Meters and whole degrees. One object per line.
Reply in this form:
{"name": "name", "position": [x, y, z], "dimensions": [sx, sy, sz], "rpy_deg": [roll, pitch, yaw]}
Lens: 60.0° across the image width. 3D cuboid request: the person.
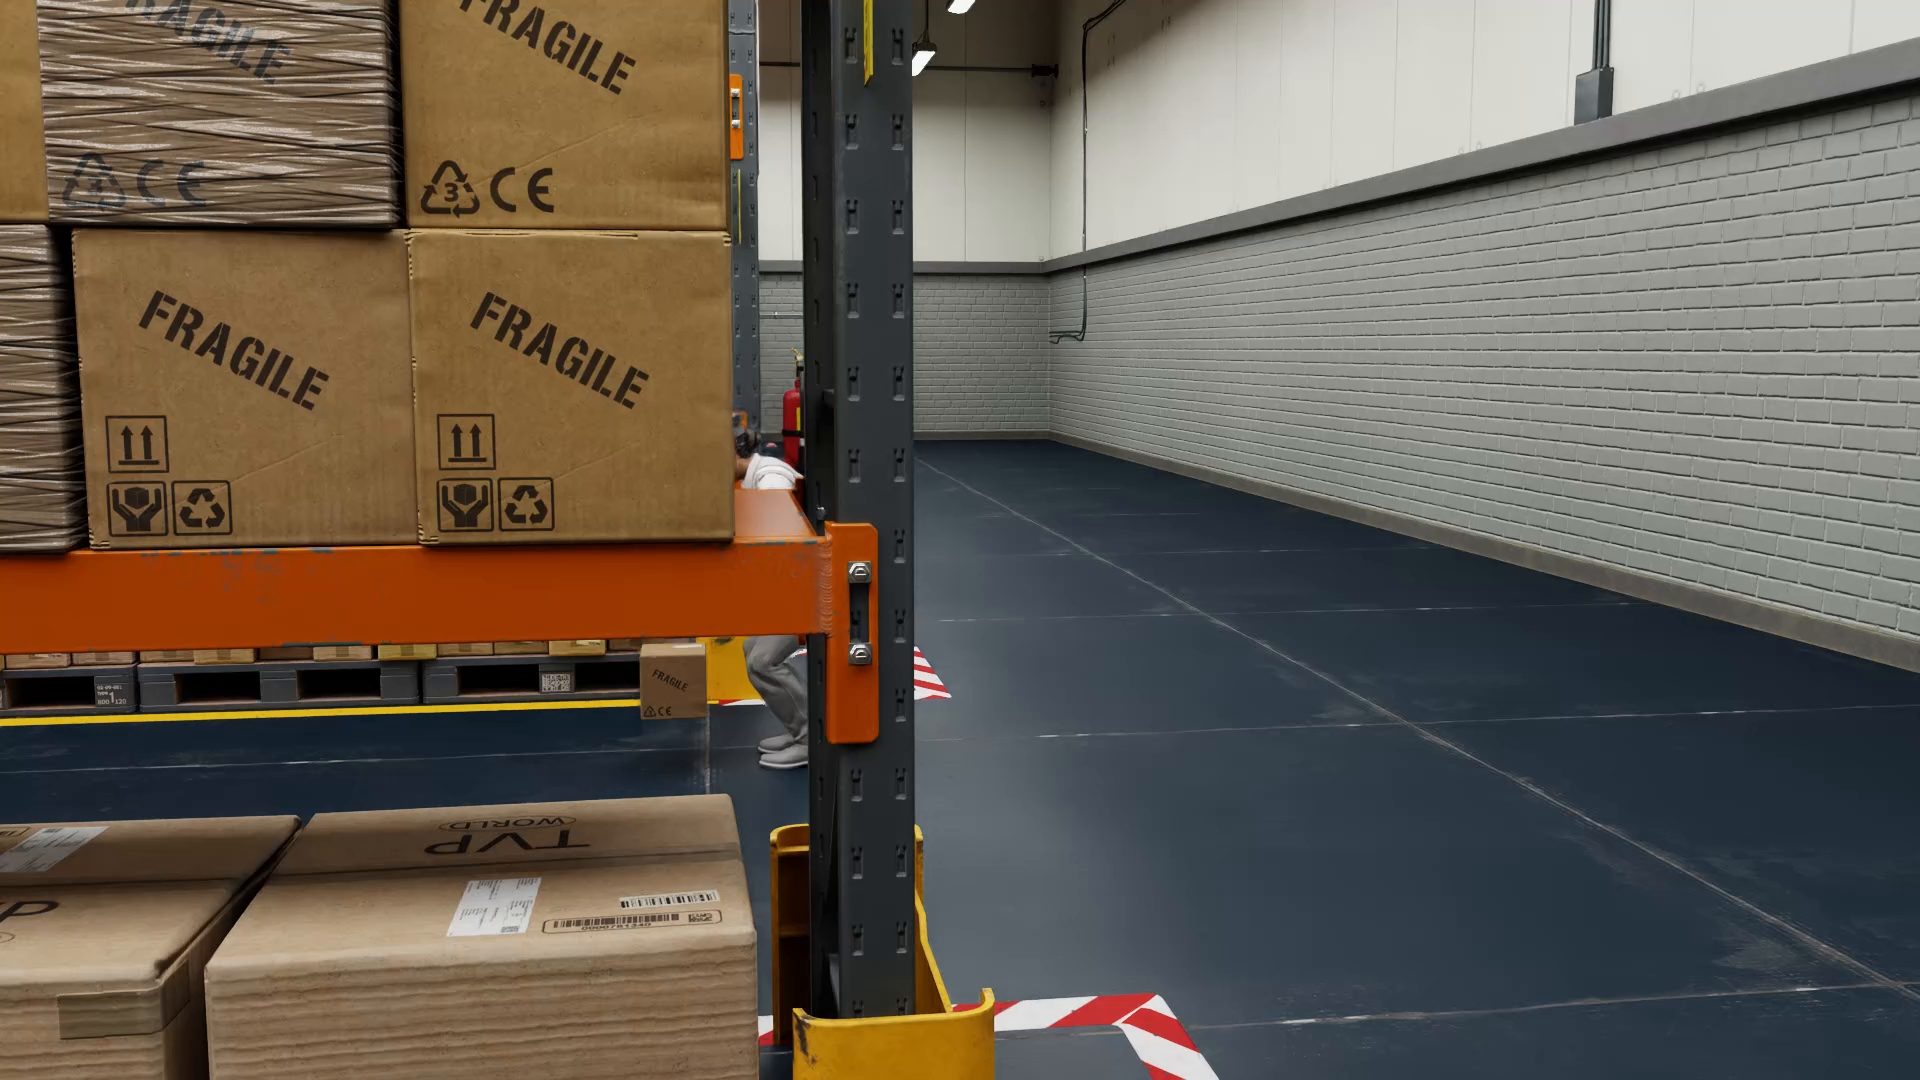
{"name": "person", "position": [-0.709, 0.192, 6.467], "dimensions": [0.708, 1.376, 0.535], "rpy_deg": [-1, 7, -9]}
